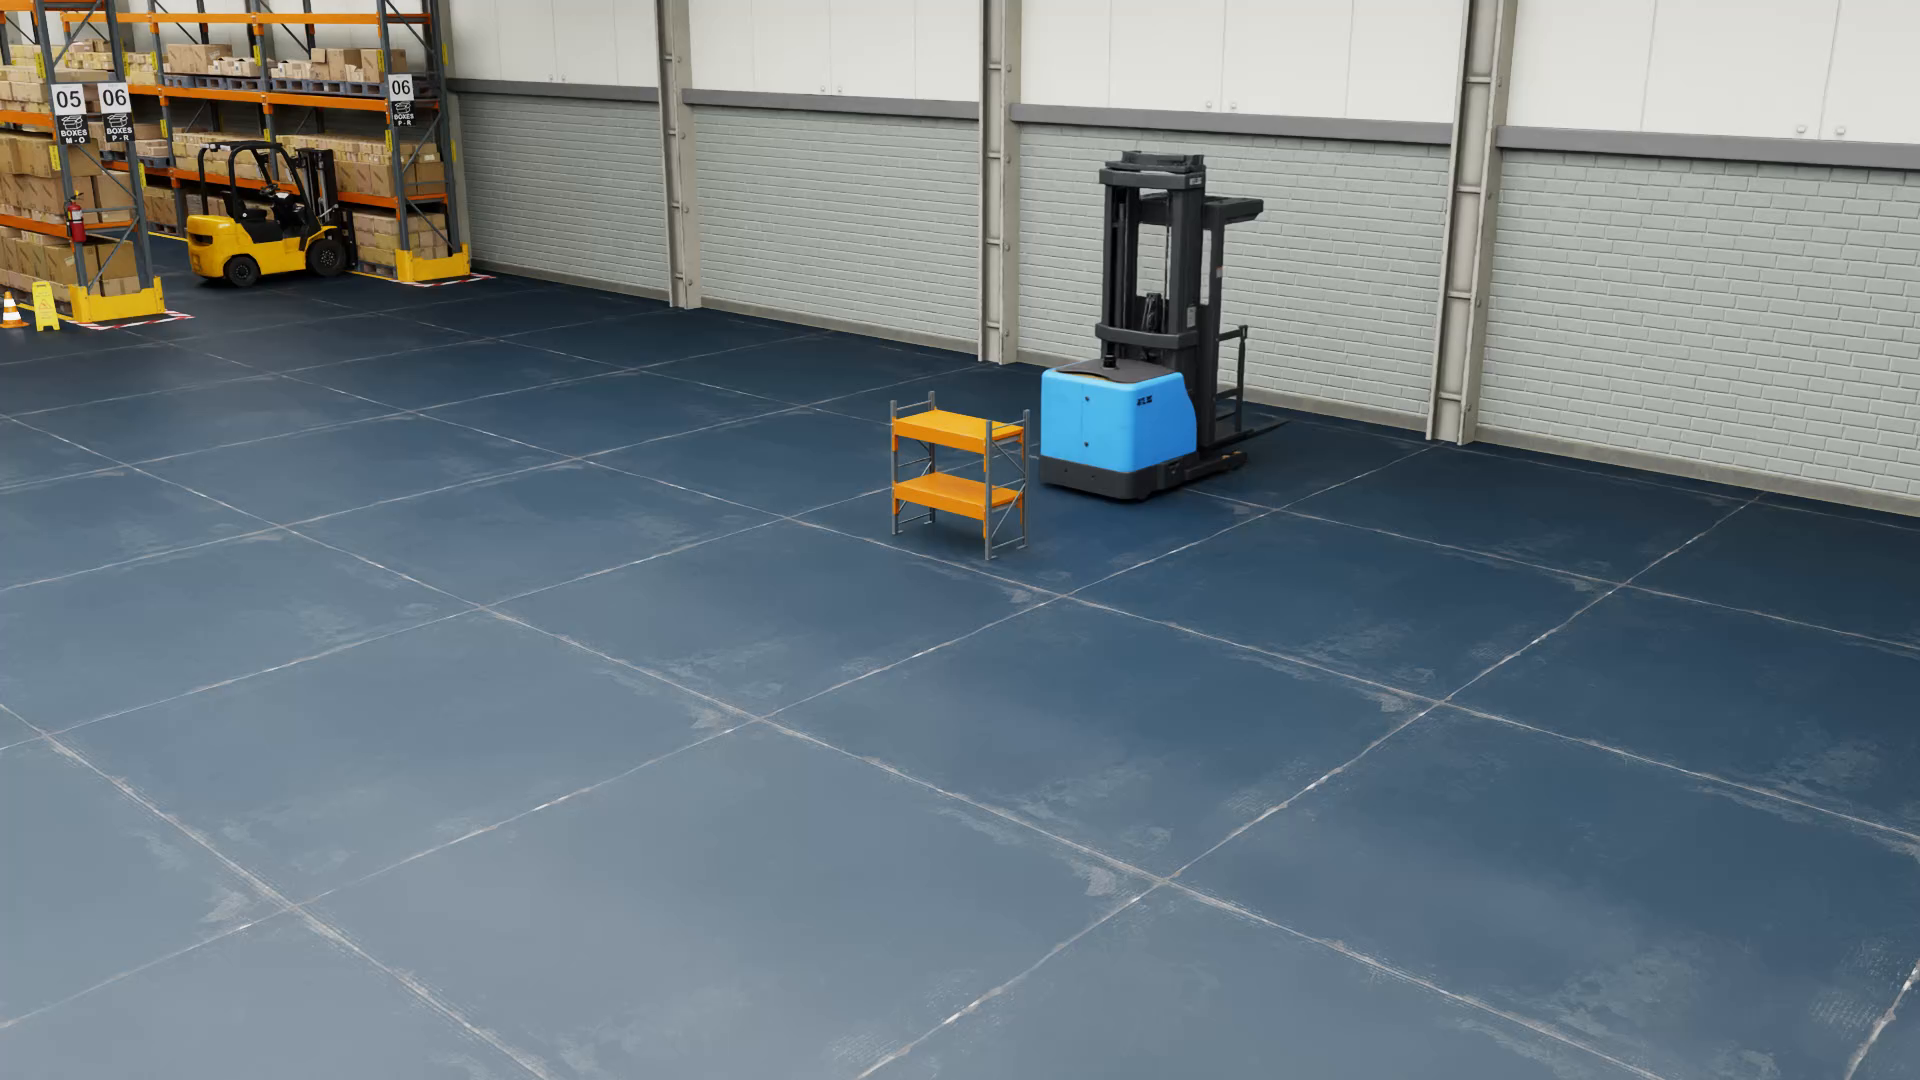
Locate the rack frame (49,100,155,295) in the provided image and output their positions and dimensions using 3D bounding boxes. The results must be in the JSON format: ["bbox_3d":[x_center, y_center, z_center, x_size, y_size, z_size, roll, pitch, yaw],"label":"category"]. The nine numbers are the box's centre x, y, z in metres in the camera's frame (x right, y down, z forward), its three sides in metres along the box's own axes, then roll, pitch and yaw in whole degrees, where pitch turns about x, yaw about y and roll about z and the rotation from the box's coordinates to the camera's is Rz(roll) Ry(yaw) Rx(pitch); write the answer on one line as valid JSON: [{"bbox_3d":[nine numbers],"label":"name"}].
[{"bbox_3d":[-11.873,-4.592,23.124,0.127,3.000,1.000,15,23,39],"label":"rack frame"}]

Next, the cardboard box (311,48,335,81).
[{"bbox_3d":[-10.186,-7.831,27.340,0.637,0.503,0.797,16,24,41],"label":"cardboard box"}]

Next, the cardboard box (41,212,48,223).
[{"bbox_3d":[-12.735,-4.581,23.504,0.250,0.149,0.380,15,23,38],"label":"cardboard box"}]

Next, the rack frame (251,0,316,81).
[{"bbox_3d":[-11.573,-9.379,28.288,0.127,3.000,1.000,15,23,39],"label":"rack frame"}]

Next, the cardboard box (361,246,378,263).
[{"bbox_3d":[-9.508,-4.731,27.410,0.500,0.250,0.500,15,23,39],"label":"cardboard box"}]

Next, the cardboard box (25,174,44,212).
[{"bbox_3d":[-12.833,-4.930,23.531,0.500,0.500,0.500,15,23,39],"label":"cardboard box"}]

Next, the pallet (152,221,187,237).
[{"bbox_3d":[-15.098,-6.152,32.647,1.213,0.211,1.003,15,23,39],"label":"pallet"}]

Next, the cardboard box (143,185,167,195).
[{"bbox_3d":[-15.849,-6.906,32.780,0.250,0.149,0.380,15,23,38],"label":"cardboard box"}]

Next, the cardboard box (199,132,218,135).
[{"bbox_3d":[-14.187,-7.660,31.551,0.250,0.149,0.380,16,24,41],"label":"cardboard box"}]

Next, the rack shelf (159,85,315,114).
[{"bbox_3d":[-13.069,-8.008,30.116,4.000,0.370,1.077,15,23,39],"label":"rack shelf"}]

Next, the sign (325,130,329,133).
[{"bbox_3d":[-11.205,-7.096,29.449,0.005,0.325,0.100,15,23,39],"label":"sign"}]

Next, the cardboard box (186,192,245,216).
[{"bbox_3d":[-14.107,-6.262,31.617,0.625,0.625,0.875,16,24,41],"label":"cardboard box"}]

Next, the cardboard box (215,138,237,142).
[{"bbox_3d":[-13.201,-7.180,30.040,0.250,0.149,0.380,14,23,38],"label":"cardboard box"}]

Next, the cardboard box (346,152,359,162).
[{"bbox_3d":[-9.799,-6.285,27.219,0.250,0.149,0.380,14,22,38],"label":"cardboard box"}]

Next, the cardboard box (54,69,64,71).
[{"bbox_3d":[-12.735,-6.606,23.608,0.250,0.149,0.380,15,23,39],"label":"cardboard box"}]

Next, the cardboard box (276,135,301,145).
[{"bbox_3d":[-11.531,-6.887,28.624,0.250,0.149,0.380,16,23,40],"label":"cardboard box"}]

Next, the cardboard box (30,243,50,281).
[{"bbox_3d":[-13.038,-4.045,24.011,0.500,0.500,0.500,16,24,41],"label":"cardboard box"}]

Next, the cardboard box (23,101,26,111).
[{"bbox_3d":[-12.855,-6.080,23.268,0.250,0.149,0.380,15,23,40],"label":"cardboard box"}]

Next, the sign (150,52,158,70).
[{"bbox_3d":[-14.926,-8.876,30.808,0.005,0.325,0.100,15,23,39],"label":"sign"}]

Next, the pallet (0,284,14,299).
[{"bbox_3d":[-14.339,-3.940,25.676,1.213,0.211,1.003,15,23,39],"label":"pallet"}]

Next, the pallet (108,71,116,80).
[{"bbox_3d":[-16.337,-9.111,32.715,1.003,0.211,1.213,15,23,39],"label":"pallet"}]

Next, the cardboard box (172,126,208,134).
[{"bbox_3d":[-14.846,-7.709,32.084,0.500,0.500,0.500,16,24,42],"label":"cardboard box"}]

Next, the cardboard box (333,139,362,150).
[{"bbox_3d":[-10.140,-6.546,27.549,0.250,0.149,0.380,15,23,40],"label":"cardboard box"}]

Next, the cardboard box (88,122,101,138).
[{"bbox_3d":[-17.343,-8.226,33.712,0.500,0.500,0.700,16,23,41],"label":"cardboard box"}]

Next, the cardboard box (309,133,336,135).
[{"bbox_3d":[-11.133,-7.022,29.050,0.250,0.149,0.380,15,23,39],"label":"cardboard box"}]

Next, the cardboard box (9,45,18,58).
[{"bbox_3d":[-20.015,-10.415,35.441,0.500,0.250,0.500,15,23,39],"label":"cardboard box"}]

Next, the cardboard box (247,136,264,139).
[{"bbox_3d":[-12.803,-7.312,30.455,0.250,0.149,0.380,15,23,40],"label":"cardboard box"}]

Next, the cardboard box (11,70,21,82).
[{"bbox_3d":[-13.026,-6.504,23.287,0.250,0.149,0.380,15,23,39],"label":"cardboard box"}]

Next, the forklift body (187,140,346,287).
[{"bbox_3d":[-11.210,-5.280,26.692,1.214,2.155,2.313,15,23,39],"label":"forklift body"}]

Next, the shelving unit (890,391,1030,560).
[{"bbox_3d":[-0.005,-0.538,13.446,1.048,1.125,0.538,15,23,39],"label":"shelving unit"}]

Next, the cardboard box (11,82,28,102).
[{"bbox_3d":[-12.801,-6.239,23.108,0.500,0.250,0.500,15,23,39],"label":"cardboard box"}]

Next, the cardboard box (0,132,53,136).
[{"bbox_3d":[-13.504,-5.626,24.069,0.500,0.500,0.700,15,23,39],"label":"cardboard box"}]

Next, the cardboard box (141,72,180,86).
[{"bbox_3d":[-15.110,-8.729,31.447,0.500,0.250,0.500,14,22,37],"label":"cardboard box"}]

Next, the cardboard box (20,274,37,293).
[{"bbox_3d":[-13.433,-3.793,24.456,0.500,0.250,0.500,14,22,37],"label":"cardboard box"}]

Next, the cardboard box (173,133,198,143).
[{"bbox_3d":[-14.522,-7.549,31.201,0.250,0.149,0.380,16,24,41],"label":"cardboard box"}]

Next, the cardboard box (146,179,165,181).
[{"bbox_3d":[-16.493,-7.291,33.992,0.250,0.149,0.380,14,22,37],"label":"cardboard box"}]

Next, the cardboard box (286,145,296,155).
[{"bbox_3d":[-11.314,-6.701,28.530,0.250,0.149,0.380,16,23,41],"label":"cardboard box"}]

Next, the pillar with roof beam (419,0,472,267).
[{"bbox_3d":[-11.361,-7.945,23.771,0.400,9.000,9.100,15,23,39],"label":"pillar with roof beam"}]

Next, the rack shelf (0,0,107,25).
[{"bbox_3d":[-13.369,-7.509,23.591,4.000,0.370,1.077,15,23,39],"label":"rack shelf"}]

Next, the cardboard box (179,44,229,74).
[{"bbox_3d":[-13.741,-8.768,30.298,0.500,0.500,0.700,14,23,38],"label":"cardboard box"}]

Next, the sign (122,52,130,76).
[{"bbox_3d":[-11.513,-6.562,22.925,0.005,0.325,0.100,15,23,39],"label":"sign"}]

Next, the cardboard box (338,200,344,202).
[{"bbox_3d":[-11.076,-5.830,29.223,0.500,0.250,0.500,16,23,40],"label":"cardboard box"}]

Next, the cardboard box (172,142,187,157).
[{"bbox_3d":[-14.411,-7.339,31.200,0.500,0.250,0.500,15,23,39],"label":"cardboard box"}]

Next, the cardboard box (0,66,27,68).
[{"bbox_3d":[-14.102,-6.964,24.735,0.250,0.149,0.380,16,23,41],"label":"cardboard box"}]

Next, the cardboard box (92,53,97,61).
[{"bbox_3d":[-16.775,-9.484,32.643,0.250,0.149,0.380,15,23,40],"label":"cardboard box"}]

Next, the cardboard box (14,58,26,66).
[{"bbox_3d":[-19.629,-10.075,35.196,0.500,0.250,0.500,14,22,38],"label":"cardboard box"}]

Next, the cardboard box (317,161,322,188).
[{"bbox_3d":[-10.634,-6.217,28.076,0.500,0.500,0.500,15,23,39],"label":"cardboard box"}]

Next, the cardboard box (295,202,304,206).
[{"bbox_3d":[-11.419,-5.717,28.867,0.500,0.250,0.500,15,23,38],"label":"cardboard box"}]

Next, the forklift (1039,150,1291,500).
[{"bbox_3d":[2.070,-2.118,15.439,1.130,2.935,3.031,15,23,39],"label":"forklift"}]

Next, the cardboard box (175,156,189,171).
[{"bbox_3d":[-14.395,-7.107,31.294,0.500,0.250,0.500,15,23,39],"label":"cardboard box"}]

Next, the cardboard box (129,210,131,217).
[{"bbox_3d":[-16.569,-6.780,33.456,0.500,0.500,0.500,14,22,38],"label":"cardboard box"}]

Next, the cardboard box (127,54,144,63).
[{"bbox_3d":[-15.798,-9.225,31.859,0.250,0.149,0.380,14,23,38],"label":"cardboard box"}]

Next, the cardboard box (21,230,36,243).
[{"bbox_3d":[-13.346,-4.414,24.099,0.250,0.149,0.380,16,24,42],"label":"cardboard box"}]

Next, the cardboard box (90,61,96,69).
[{"bbox_3d":[-16.831,-9.329,32.645,0.250,0.149,0.380,15,23,39],"label":"cardboard box"}]

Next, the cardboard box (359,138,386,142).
[{"bbox_3d":[-9.828,-6.648,27.870,0.250,0.149,0.380,15,23,40],"label":"cardboard box"}]

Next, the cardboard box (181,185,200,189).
[{"bbox_3d":[-15.168,-6.907,32.782,0.250,0.149,0.380,15,23,40],"label":"cardboard box"}]
